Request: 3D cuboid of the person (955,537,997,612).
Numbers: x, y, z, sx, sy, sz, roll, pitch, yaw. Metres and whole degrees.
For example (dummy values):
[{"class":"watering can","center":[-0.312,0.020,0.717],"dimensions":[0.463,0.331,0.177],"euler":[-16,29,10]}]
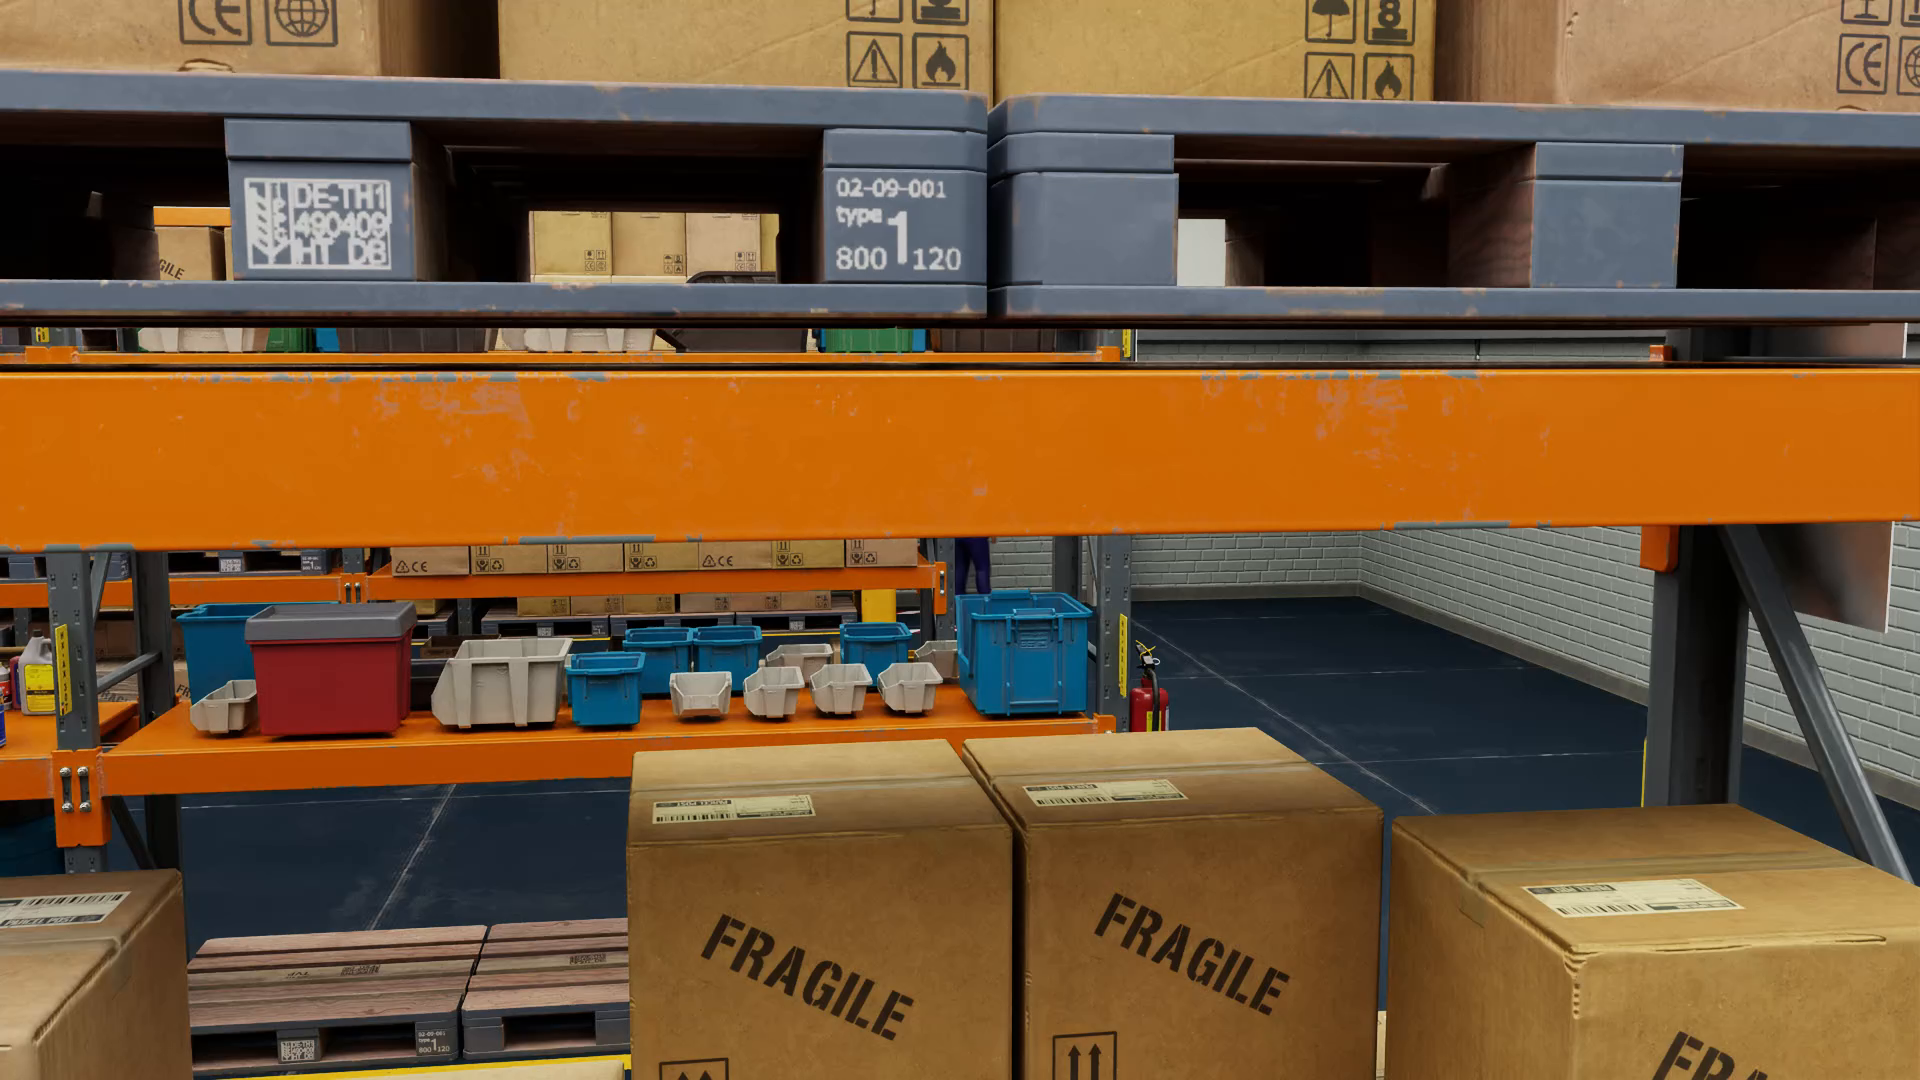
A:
[{"class":"person","center":[0.142,-0.025,17.634],"dimensions":[0.489,1.647,0.507],"euler":[-6,9,-41]}]
